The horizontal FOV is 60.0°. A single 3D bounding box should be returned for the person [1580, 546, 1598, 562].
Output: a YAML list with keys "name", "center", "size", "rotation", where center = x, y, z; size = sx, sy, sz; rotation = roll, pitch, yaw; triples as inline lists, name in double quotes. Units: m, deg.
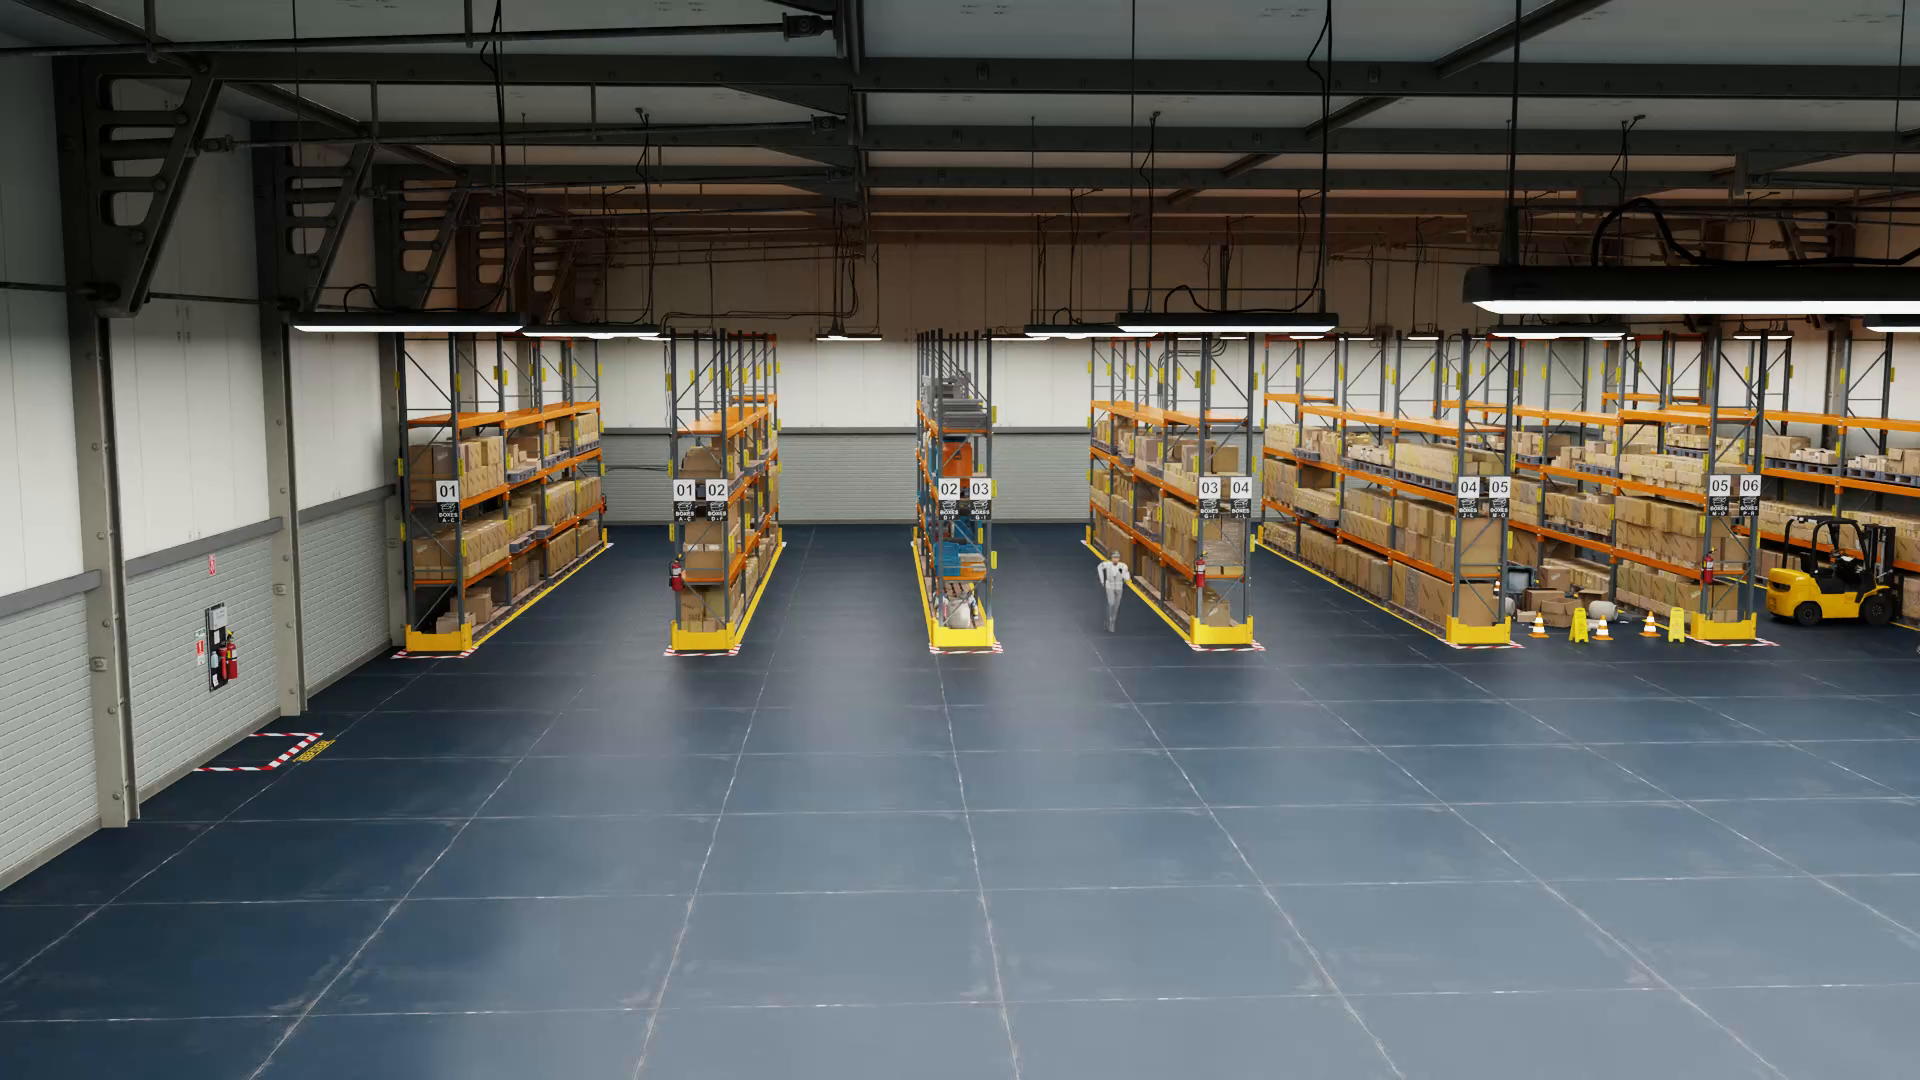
- name: "person"
  center: [16.304, -0.199, 43.272]
  size: [0.569, 1.683, 0.818]
  rotation: [-2, 7, -15]

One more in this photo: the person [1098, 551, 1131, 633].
- name: "person"
  center: [3.068, 1.001, 33.147]
  size: [0.602, 1.652, 0.870]
  rotation: [-1, 7, -5]

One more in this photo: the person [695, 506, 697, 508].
- name: "person"
  center: [-6.967, -0.345, 44.196]
  size: [0.660, 1.785, 0.765]
  rotation: [0, 7, -2]
